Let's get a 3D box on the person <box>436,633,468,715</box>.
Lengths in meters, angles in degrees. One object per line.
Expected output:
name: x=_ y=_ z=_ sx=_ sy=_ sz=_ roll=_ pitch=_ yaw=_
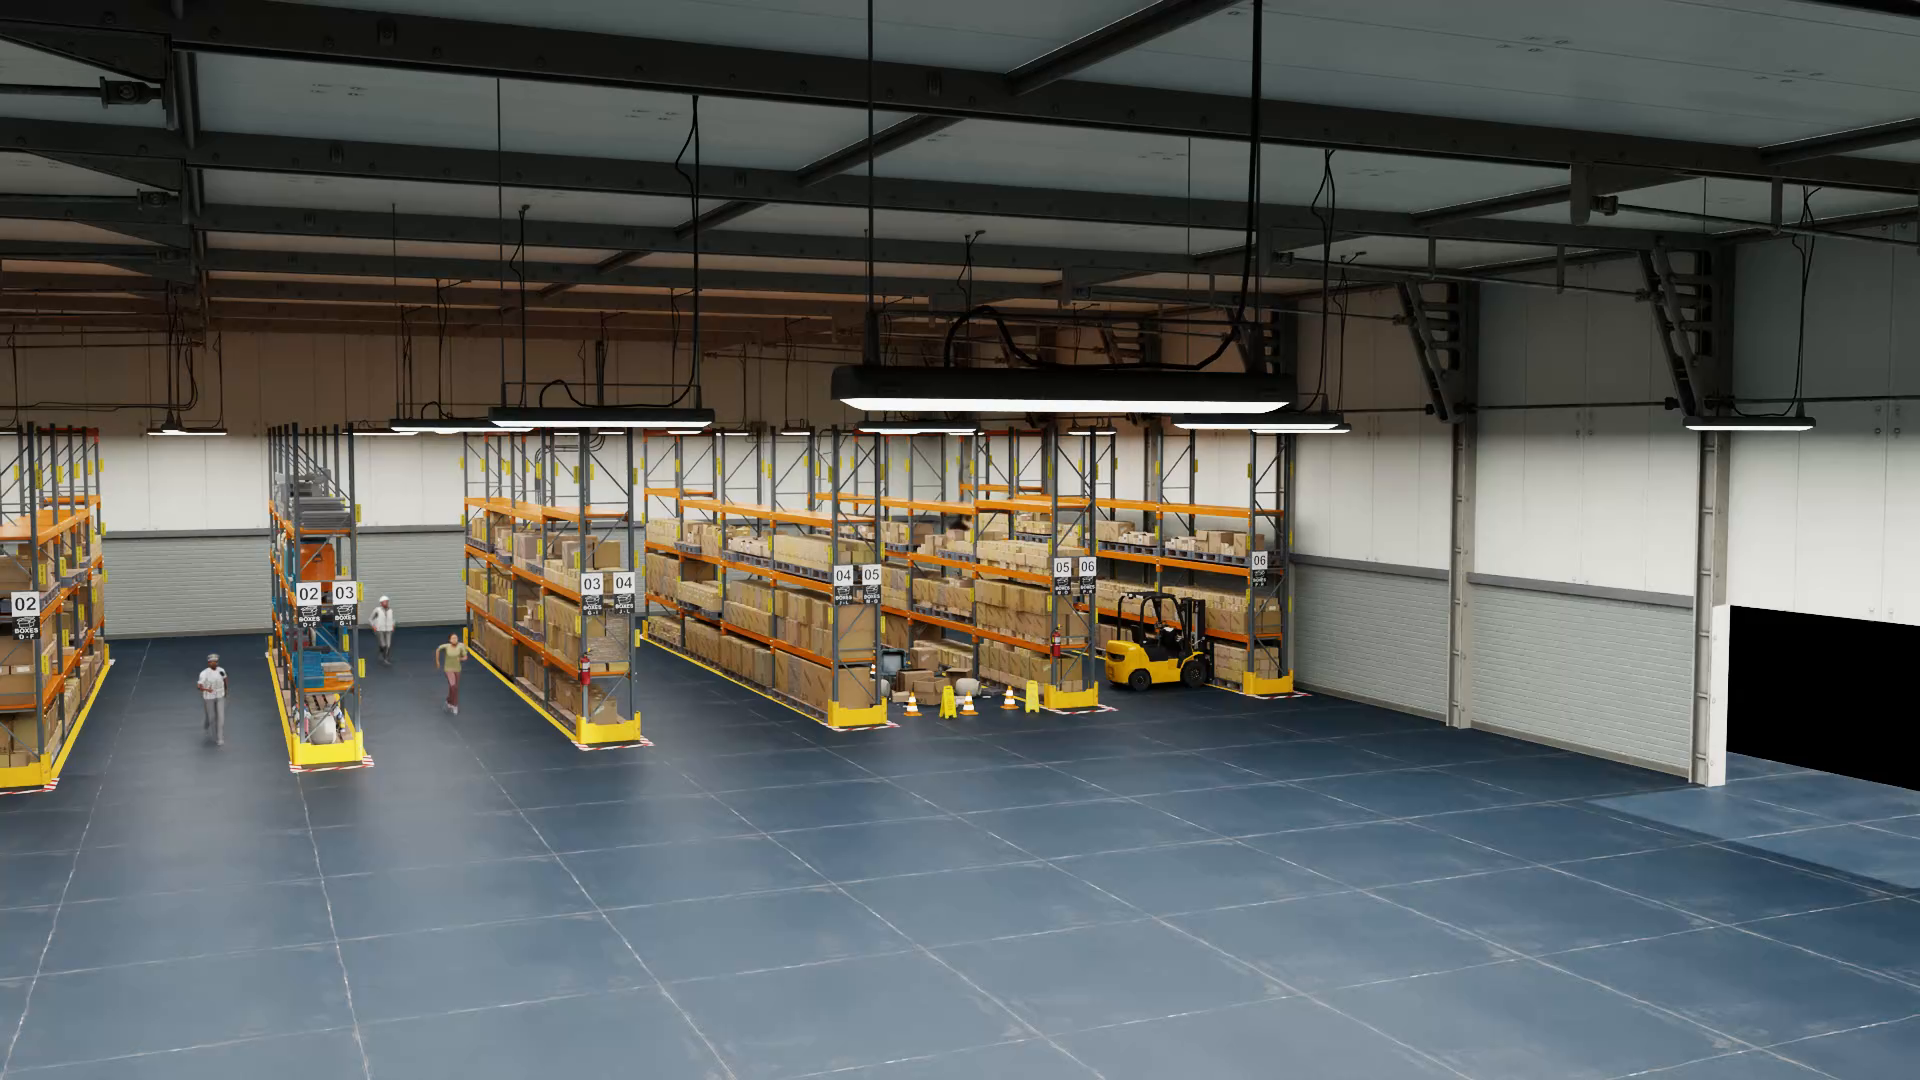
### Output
person: x=-10.615 y=2.772 z=34.770 sx=0.599 sy=1.695 sz=0.819 roll=-2 pitch=4 yaw=-29

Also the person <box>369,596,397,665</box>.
person: x=-14.556 y=2.294 z=42.066 sx=0.668 sy=1.736 sz=0.523 roll=-3 pitch=4 yaw=-38

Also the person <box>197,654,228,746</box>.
person: x=-13.965 y=2.969 z=31.132 sx=0.580 sy=1.695 sz=0.904 roll=-3 pitch=4 yaw=-38

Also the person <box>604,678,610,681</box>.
person: x=-8.241 y=2.539 z=39.180 sx=0.607 sy=1.605 sz=0.597 roll=-1 pitch=4 yaw=-21
